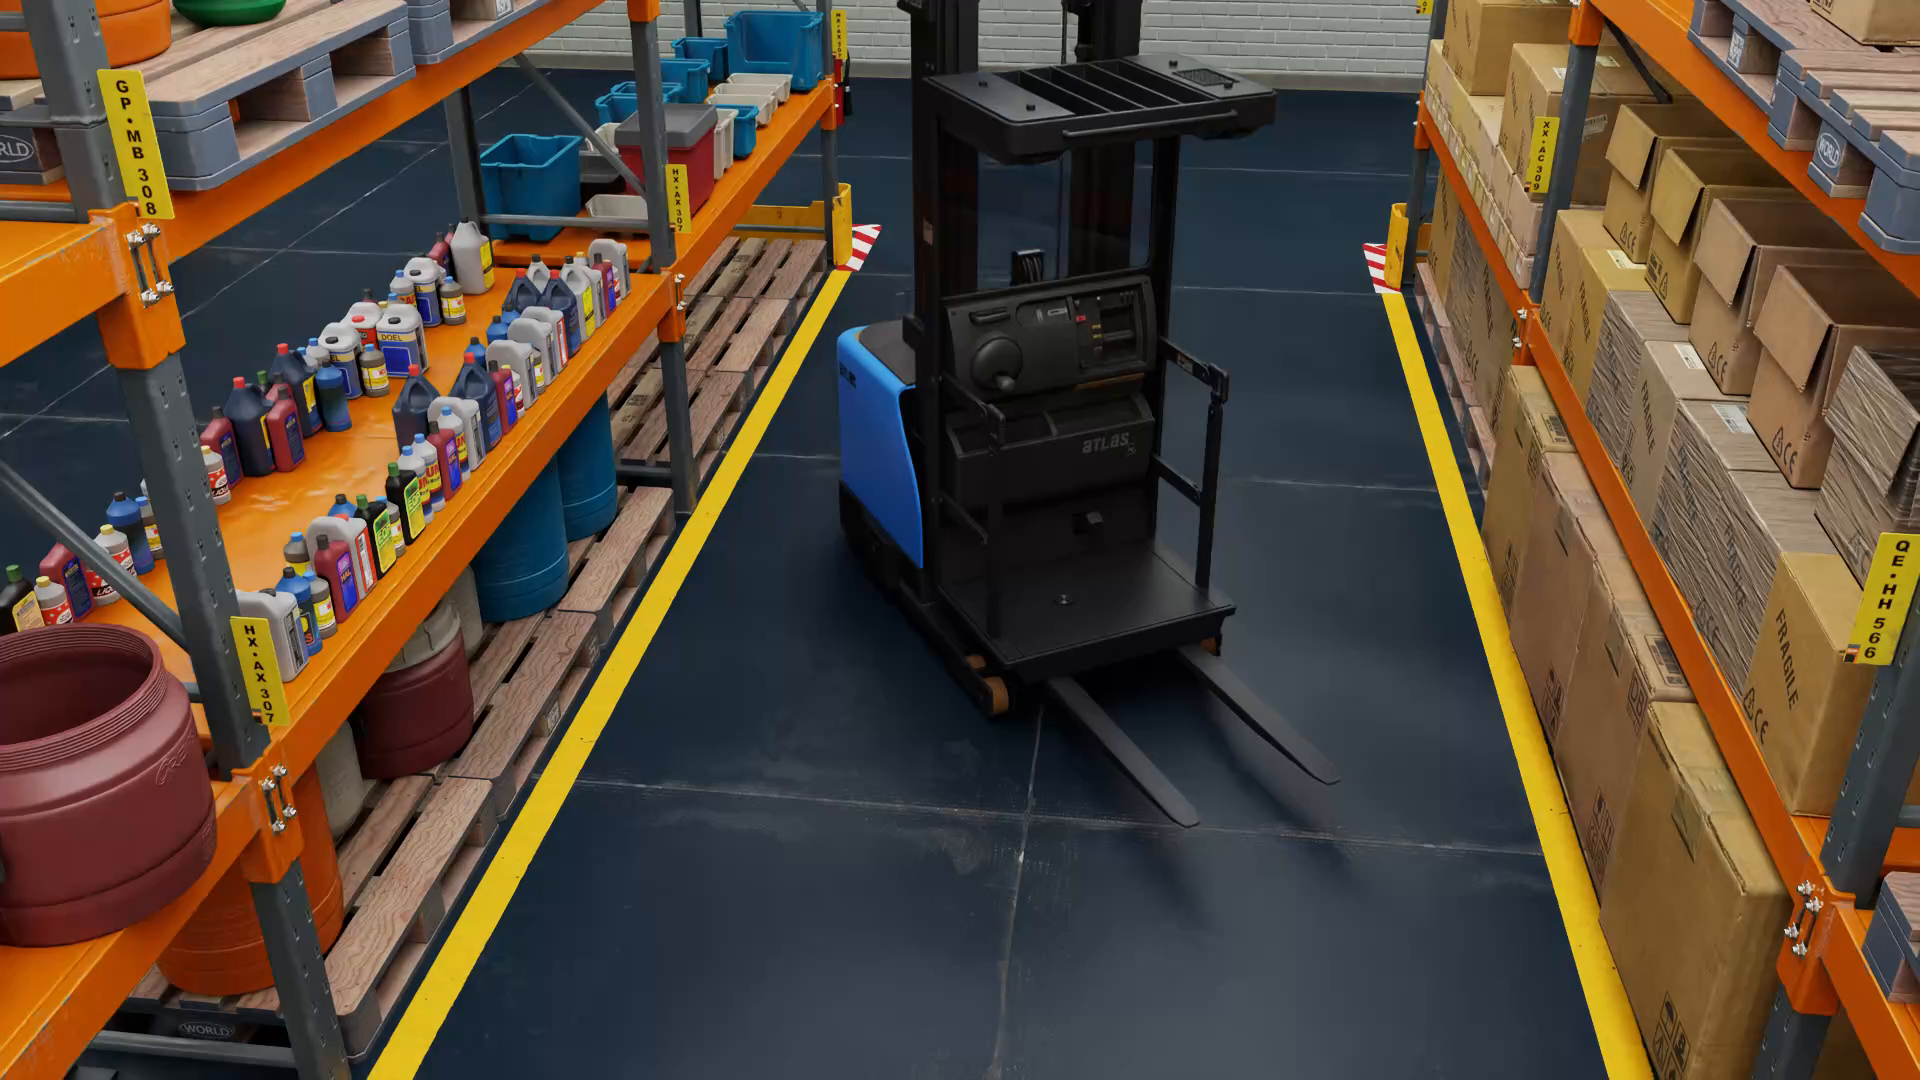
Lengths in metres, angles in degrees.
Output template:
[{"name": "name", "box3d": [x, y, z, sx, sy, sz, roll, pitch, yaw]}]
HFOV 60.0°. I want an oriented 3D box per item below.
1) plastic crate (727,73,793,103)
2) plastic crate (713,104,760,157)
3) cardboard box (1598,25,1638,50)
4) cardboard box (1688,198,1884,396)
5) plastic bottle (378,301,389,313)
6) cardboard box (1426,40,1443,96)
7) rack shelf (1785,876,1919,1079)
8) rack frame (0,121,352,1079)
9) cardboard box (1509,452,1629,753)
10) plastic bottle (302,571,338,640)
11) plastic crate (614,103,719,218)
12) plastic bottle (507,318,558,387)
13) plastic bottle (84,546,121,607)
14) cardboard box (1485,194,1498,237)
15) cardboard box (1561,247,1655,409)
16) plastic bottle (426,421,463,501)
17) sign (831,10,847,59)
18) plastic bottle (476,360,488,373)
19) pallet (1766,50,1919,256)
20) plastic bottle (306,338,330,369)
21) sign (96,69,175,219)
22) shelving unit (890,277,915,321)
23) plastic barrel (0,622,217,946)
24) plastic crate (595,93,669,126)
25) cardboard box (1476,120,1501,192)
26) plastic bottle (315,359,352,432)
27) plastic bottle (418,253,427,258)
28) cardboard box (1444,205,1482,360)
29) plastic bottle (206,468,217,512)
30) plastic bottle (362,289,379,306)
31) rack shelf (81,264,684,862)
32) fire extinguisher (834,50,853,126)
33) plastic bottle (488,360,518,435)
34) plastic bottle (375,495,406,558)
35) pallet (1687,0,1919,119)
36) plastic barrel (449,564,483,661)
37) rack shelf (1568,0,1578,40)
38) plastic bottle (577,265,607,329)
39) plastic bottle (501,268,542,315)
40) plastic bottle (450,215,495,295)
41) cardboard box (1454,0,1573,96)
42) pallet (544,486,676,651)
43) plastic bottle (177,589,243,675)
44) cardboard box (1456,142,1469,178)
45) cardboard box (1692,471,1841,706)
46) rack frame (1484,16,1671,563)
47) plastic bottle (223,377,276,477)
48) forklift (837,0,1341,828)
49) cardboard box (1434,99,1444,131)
[{"name": "plastic crate", "box3d": [-1.287, -2.898, 10.681, 0.396, 0.136, 0.243, 3, 28, 6]}, {"name": "plastic crate", "box3d": [-1.364, -2.353, 9.568, 0.416, 0.233, 0.300, 3, 28, 6]}, {"name": "cardboard box", "box3d": [3.498, -2.293, 8.398, 0.500, 0.500, 0.500, 2, 28, 5]}, {"name": "cardboard box", "box3d": [2.832, -0.780, 5.371, 0.797, 0.503, 0.637, 4, 29, 8]}, {"name": "plastic bottle", "box3d": [-2.402, -0.899, 6.965, 0.097, 0.201, 0.097, 0, 28, 0]}, {"name": "cardboard box", "box3d": [3.222, -2.949, 10.405, 0.500, 0.250, 0.500, 3, 28, 5]}, {"name": "rack shelf", "box3d": [2.323, 1.930, 2.263, 1.077, 0.370, 4.000, 3, 28, 6]}, {"name": "rack frame", "box3d": [-2.347, 0.384, 4.375, 1.000, 3.000, 0.127, 3, 28, 6]}, {"name": "cardboard box", "box3d": [2.891, 0.263, 6.397, 1.225, 0.875, 0.875, 2, 28, 4]}, {"name": "plastic bottle", "box3d": [-1.920, 0.188, 4.948, 0.097, 0.201, 0.097, 0, 28, 0]}, {"name": "plastic crate", "box3d": [-1.499, -1.959, 8.593, 0.402, 0.464, 0.583, 3, 28, 6]}, {"name": "plastic bottle", "box3d": [-1.708, -0.767, 6.642, 0.152, 0.276, 0.135, 3, 28, 6]}, {"name": "plastic bottle", "box3d": [-2.661, 0.094, 5.122, 0.097, 0.201, 0.097, 0, 28, 0]}, {"name": "cardboard box", "box3d": [2.865, -1.626, 8.370, 0.380, 0.149, 0.250, 4, 29, 7]}, {"name": "cardboard box", "box3d": [2.693, -0.816, 6.497, 0.500, 0.500, 0.500, 3, 28, 6]}, {"name": "plastic bottle", "box3d": [-1.787, -0.291, 5.750, 0.061, 0.283, 0.133, 3, 28, 6]}, {"name": "sign", "box3d": [-0.819, -3.429, 11.281, 0.100, 0.325, 0.005, 3, 28, 6]}, {"name": "plastic bottle", "box3d": [-1.800, -0.541, 6.226, 0.097, 0.271, 0.097, 0, 28, 0]}, {"name": "pallet", "box3d": [2.595, -0.872, 3.742, 1.213, 0.211, 1.003, 5, 29, 9]}, {"name": "plastic bottle", "box3d": [-2.475, -0.648, 6.427, 0.097, 0.271, 0.097, 0, 28, 0]}, {"name": "sign", "box3d": [-1.800, -0.862, 3.635, 0.100, 0.325, 0.005, 3, 28, 6]}, {"name": "shelving unit", "box3d": [-0.193, -0.729, 8.338, 0.258, 1.200, 0.189, -12, 31, -21]}, {"name": "plastic barrel", "box3d": [-2.103, 0.560, 3.904, 0.600, 0.536, 0.708, 3, 28, 6]}, {"name": "plastic crate", "box3d": [-1.922, -2.476, 9.797, 0.416, 0.233, 0.300, 3, 28, 6]}, {"name": "cardboard box", "box3d": [2.976, -1.983, 8.613, 0.500, 0.250, 0.500, 4, 29, 7]}, {"name": "plastic bottle", "box3d": [-2.356, -0.548, 6.241, 0.097, 0.271, 0.097, 0, 28, 0]}, {"name": "plastic bottle", "box3d": [-2.350, -1.130, 7.321, 0.097, 0.271, 0.097, 0, 28, 0]}, {"name": "cardboard box", "box3d": [3.438, -1.609, 9.872, 0.875, 0.875, 0.875, 3, 28, 6]}, {"name": "plastic bottle", "box3d": [-2.589, -0.181, 5.632, 0.097, 0.201, 0.097, 0, 28, 0]}, {"name": "plastic bottle", "box3d": [-2.434, -0.882, 6.847, 0.061, 0.283, 0.133, 3, 28, 6]}, {"name": "rack shelf", "box3d": [-2.102, -0.241, 6.293, 1.077, 0.370, 4.000, 3, 28, 6]}, {"name": "fire extinguisher", "box3d": [-0.897, -3.228, 11.554, 0.296, 0.674, 0.183, 3, 28, 6]}, {"name": "plastic bottle", "box3d": [-1.719, -0.550, 6.231, 0.061, 0.283, 0.133, 3, 28, 6]}, {"name": "plastic bottle", "box3d": [-1.859, -0.047, 5.384, 0.097, 0.201, 0.097, 0, 28, 0]}, {"name": "pallet", "box3d": [2.729, -1.398, 4.719, 1.003, 0.211, 1.213, 5, 29, 9]}, {"name": "plastic barrel", "box3d": [-2.185, 0.261, 6.784, 0.421, 0.512, 0.421, 0, 28, 0]}, {"name": "rack shelf", "box3d": [3.304, -3.156, 8.542, 1.077, 0.370, 4.000, 3, 28, 6]}, {"name": "plastic bottle", "box3d": [-1.629, -1.068, 7.200, 0.152, 0.276, 0.135, 3, 28, 6]}, {"name": "plastic bottle", "box3d": [-1.811, -0.947, 6.897, 0.144, 0.351, 0.185, 3, 28, 6]}, {"name": "plastic bottle", "box3d": [-2.227, -1.311, 7.573, 0.144, 0.351, 0.185, 3, 28, 6]}, {"name": "cardboard box", "box3d": [3.103, -2.799, 9.337, 0.500, 0.500, 0.500, 3, 28, 5]}, {"name": "pallet", "box3d": [-1.993, 0.090, 7.861, 1.003, 0.211, 1.213, 3, 28, 6]}, {"name": "plastic bottle", "box3d": [-2.124, 0.245, 4.764, 0.152, 0.276, 0.135, 3, 28, 6]}, {"name": "cardboard box", "box3d": [2.991, -2.111, 9.271, 0.380, 0.149, 0.250, 3, 28, 5]}, {"name": "cardboard box", "box3d": [2.450, 0.147, 4.709, 0.500, 0.500, 0.500, 3, 28, 6]}, {"name": "rack frame", "box3d": [3.059, -1.211, 7.335, 1.000, 3.000, 0.127, 3, 28, 6]}, {"name": "plastic bottle", "box3d": [-2.520, -0.420, 5.919, 0.144, 0.351, 0.185, 3, 28, 6]}, {"name": "forklift", "box3d": [0.476, -0.795, 6.636, 1.130, 2.935, 3.031, -12, 31, -21]}, {"name": "cardboard box", "box3d": [3.117, -2.594, 10.167, 0.380, 0.149, 0.250, 3, 28, 5]}]
